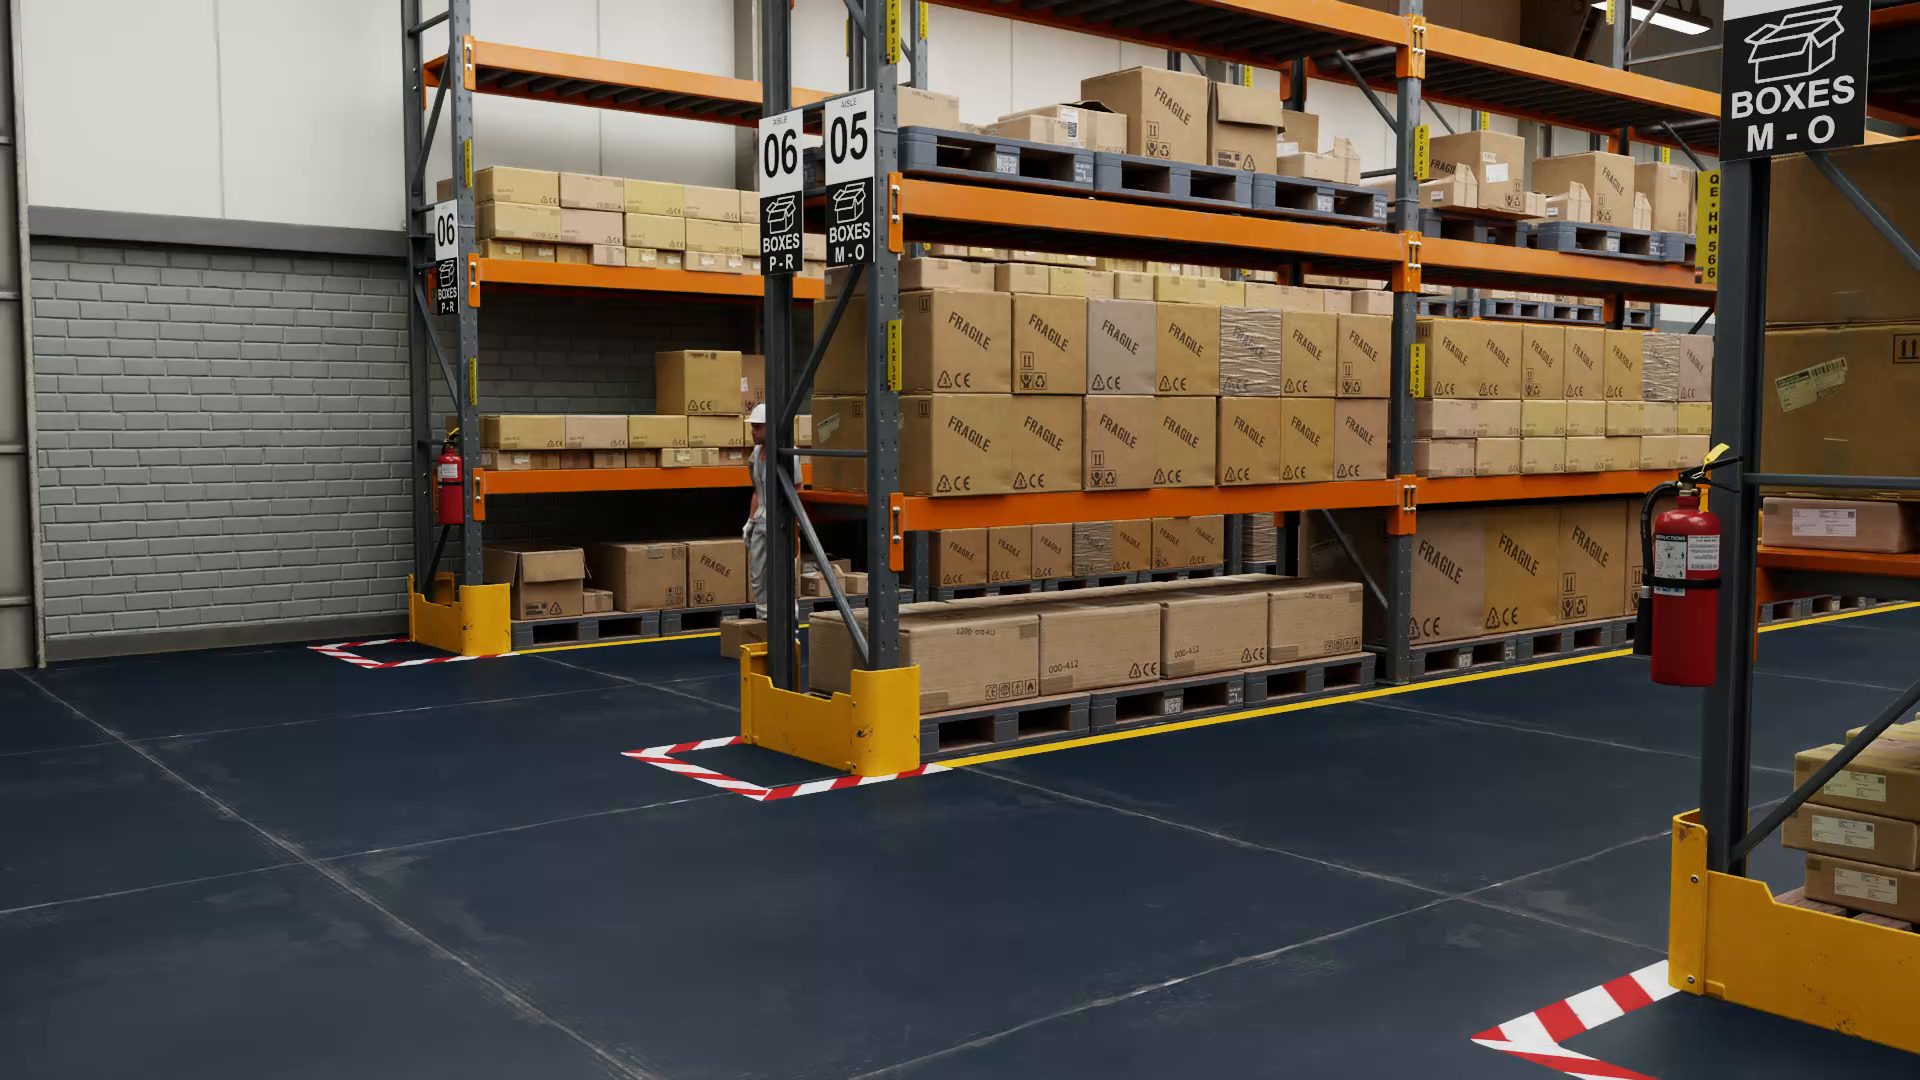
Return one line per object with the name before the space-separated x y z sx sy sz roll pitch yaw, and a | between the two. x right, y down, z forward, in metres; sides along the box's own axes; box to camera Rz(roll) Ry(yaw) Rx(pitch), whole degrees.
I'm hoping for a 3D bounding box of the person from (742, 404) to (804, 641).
person | -1.340 -0.074 11.819 0.451 1.779 0.607 -3 5 -39
